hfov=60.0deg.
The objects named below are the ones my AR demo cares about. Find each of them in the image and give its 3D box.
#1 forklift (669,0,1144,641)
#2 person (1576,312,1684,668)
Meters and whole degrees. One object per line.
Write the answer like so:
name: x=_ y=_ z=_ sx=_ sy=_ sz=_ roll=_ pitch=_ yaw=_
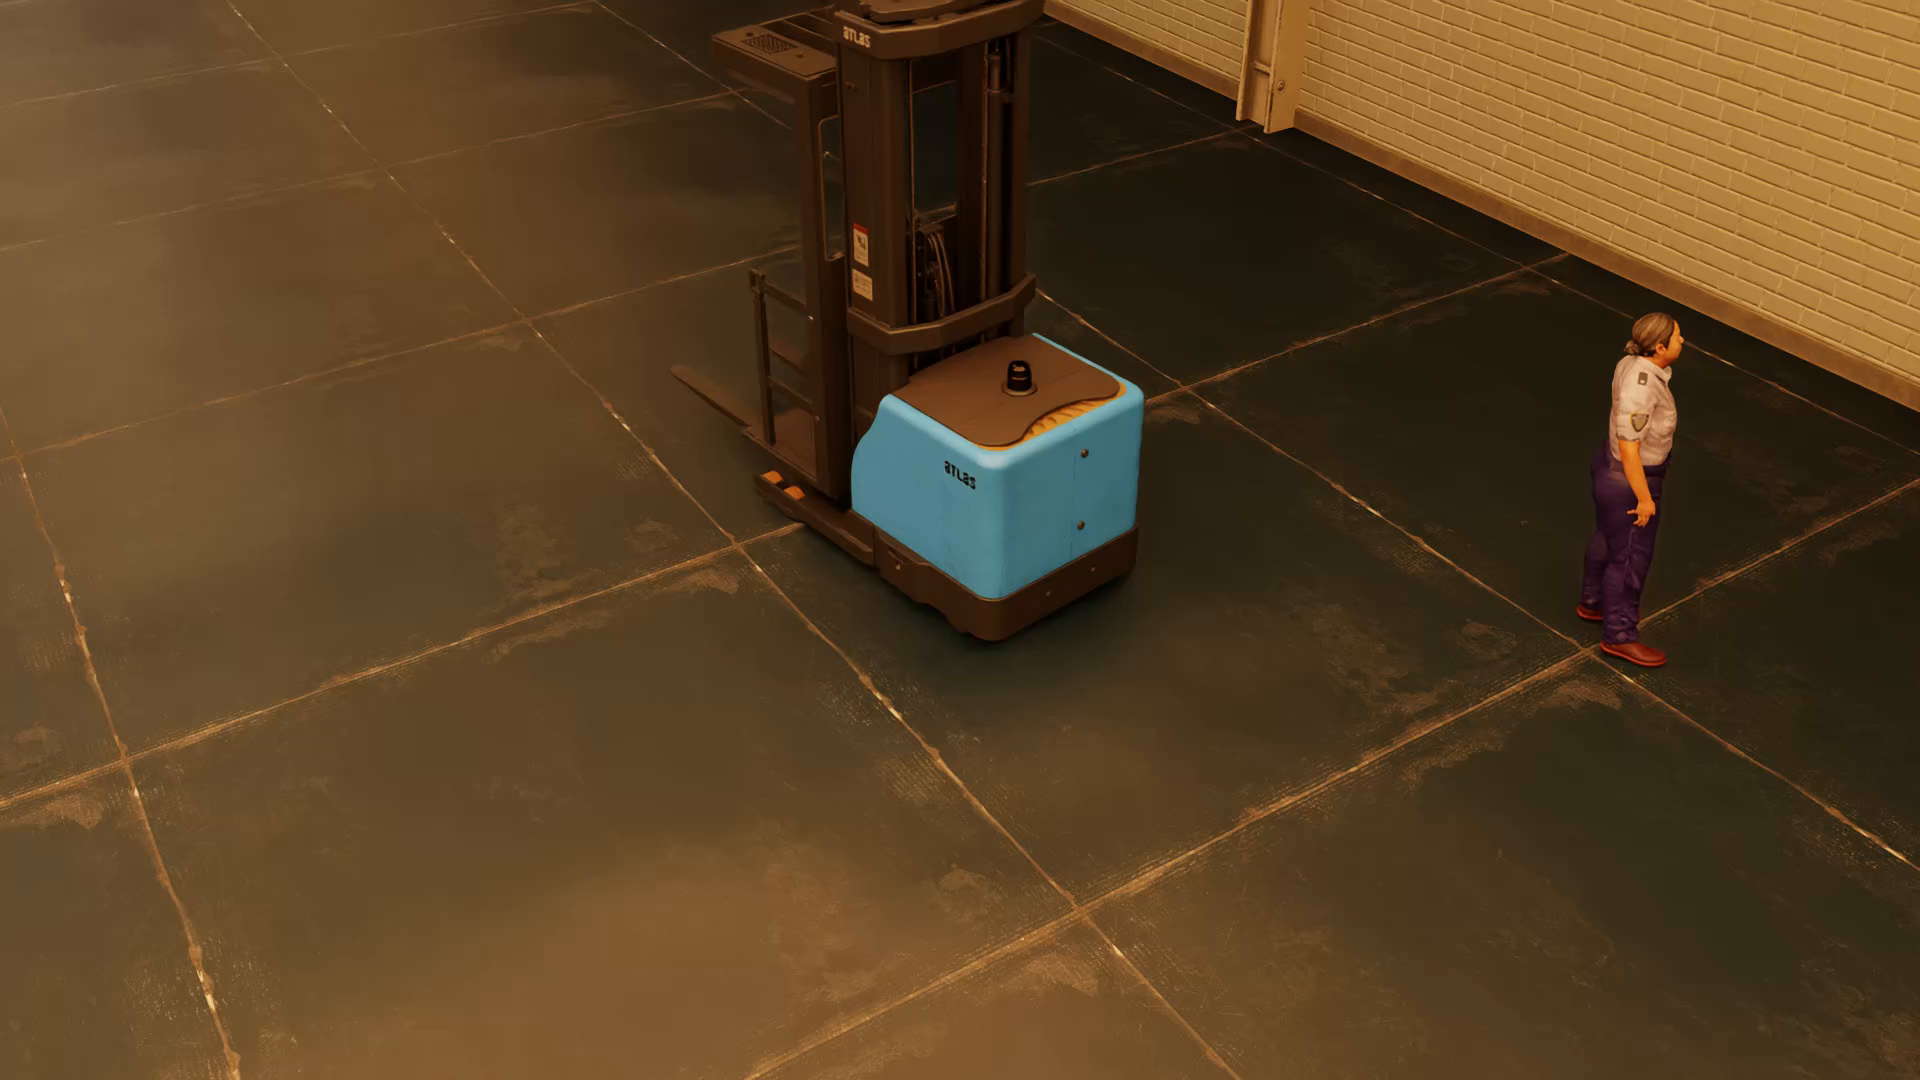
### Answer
forklift: x=-0.458 y=-1.490 z=8.268 sx=1.130 sy=2.935 sz=3.031 roll=-27 pitch=43 yaw=-33
person: x=3.155 y=-0.254 z=7.626 sx=0.495 sy=1.643 sz=0.590 roll=8 pitch=36 yaw=12
